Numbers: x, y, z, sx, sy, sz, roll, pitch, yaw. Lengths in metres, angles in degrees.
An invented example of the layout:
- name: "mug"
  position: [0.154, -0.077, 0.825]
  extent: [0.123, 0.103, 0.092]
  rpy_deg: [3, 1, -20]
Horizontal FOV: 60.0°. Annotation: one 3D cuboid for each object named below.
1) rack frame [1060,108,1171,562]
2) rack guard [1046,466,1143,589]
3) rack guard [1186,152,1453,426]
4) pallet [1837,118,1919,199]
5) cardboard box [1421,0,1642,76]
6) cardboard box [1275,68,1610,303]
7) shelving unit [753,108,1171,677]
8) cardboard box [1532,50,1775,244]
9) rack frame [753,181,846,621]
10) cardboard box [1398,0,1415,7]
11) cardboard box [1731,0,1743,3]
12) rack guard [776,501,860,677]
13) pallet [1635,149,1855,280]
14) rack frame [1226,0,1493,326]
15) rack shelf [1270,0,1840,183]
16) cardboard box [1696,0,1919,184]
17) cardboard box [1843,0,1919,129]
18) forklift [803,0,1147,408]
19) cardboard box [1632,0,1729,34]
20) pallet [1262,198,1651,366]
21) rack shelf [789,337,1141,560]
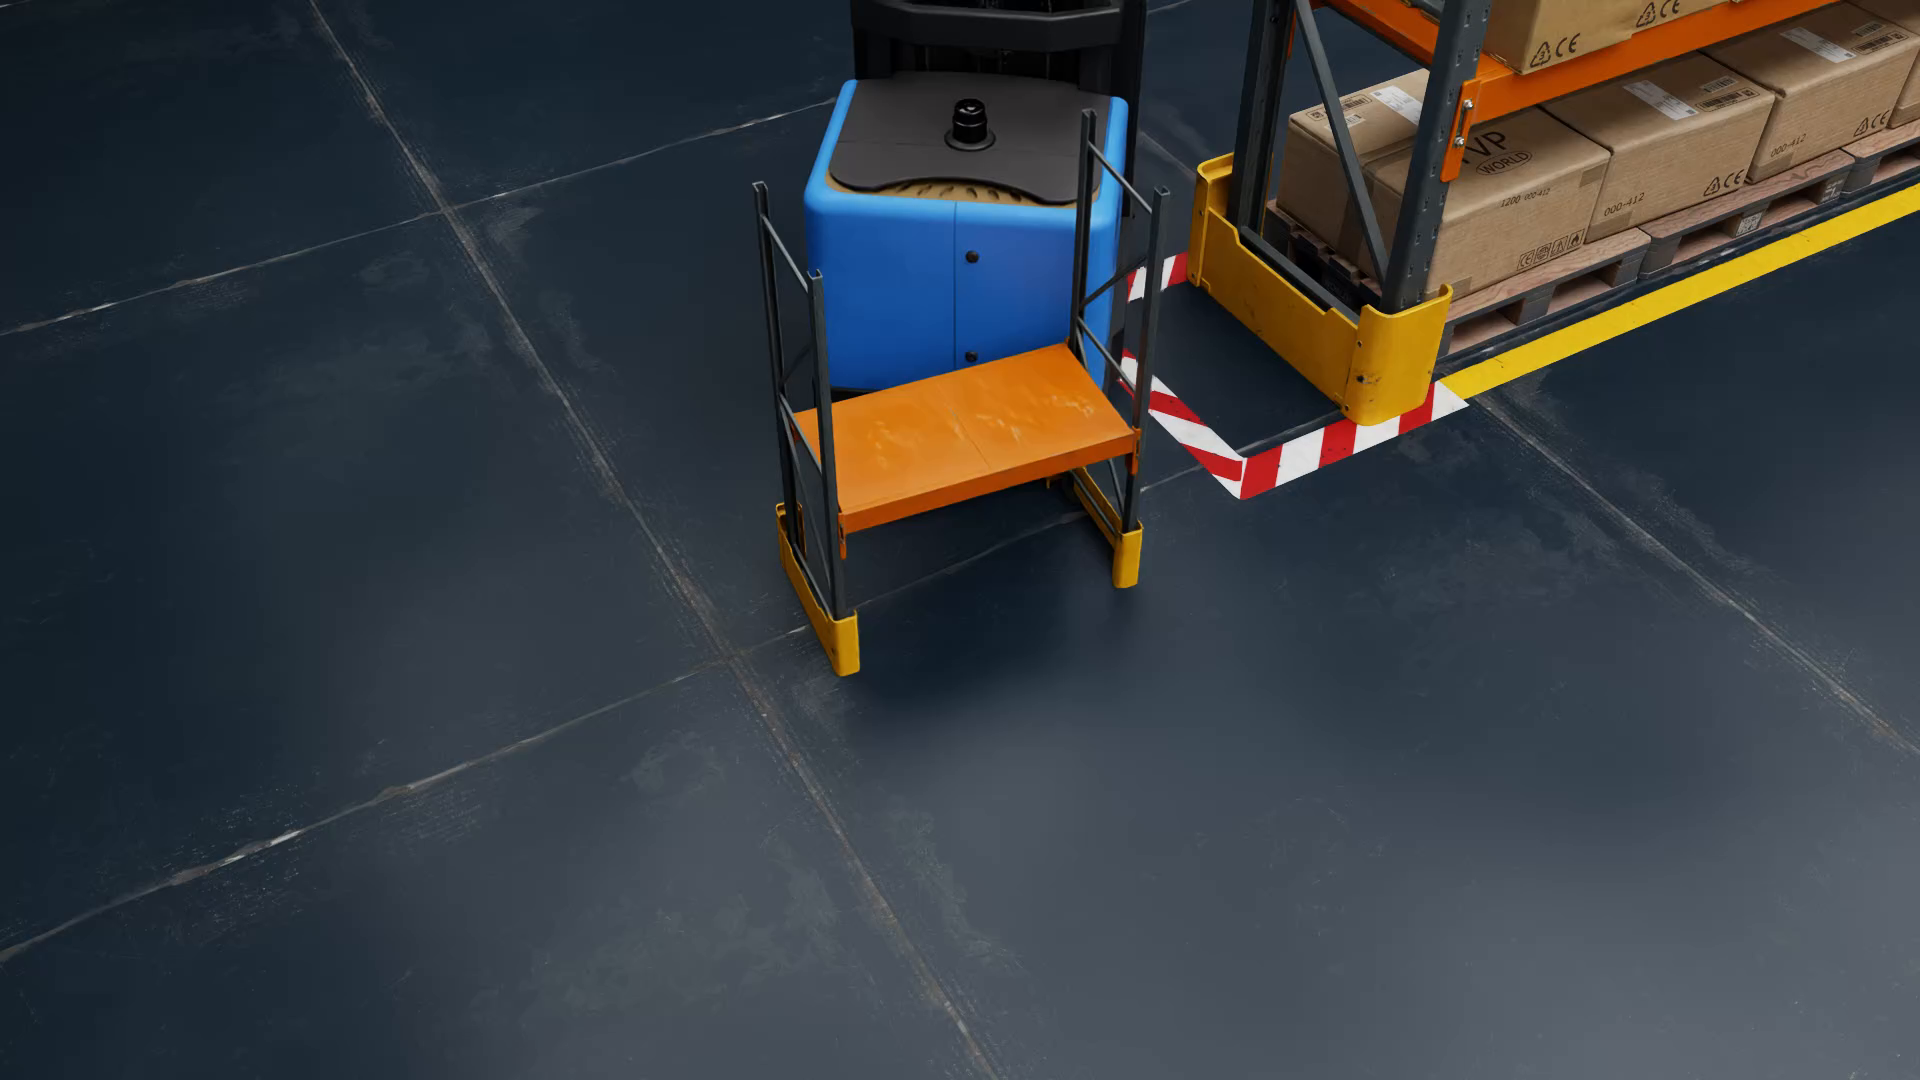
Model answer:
- name: "rack frame"
  position: [0.471, -0.573, 5.264]
  extent: [0.032, 1.500, 0.500]
  rpy_deg: [-16, 47, -16]
- name: "rack guard"
  position: [0.453, -0.119, 5.693]
  extent: [0.087, 0.250, 0.587]
  rpy_deg: [-16, 47, -16]
- name: "rack guard"
  position: [1.349, -0.998, 6.420]
  extent: [0.348, 0.500, 1.175]
  rpy_deg: [-22, 48, -21]
- name: "pallet"
  position: [4.140, -2.074, 7.736]
  extent: [1.213, 0.211, 1.003]
  rpy_deg: [-22, 48, -21]
- name: "cardboard box"
  position: [1.929, -1.933, 5.516]
  extent: [0.500, 0.500, 0.500]
  rpy_deg: [-22, 48, -21]
- name: "cardboard box"
  position: [1.892, -1.424, 6.602]
  extent: [0.875, 0.438, 0.875]
  rpy_deg: [-23, 49, -22]
- name: "shelving unit"
  position: [-0.006, -0.433, 5.119]
  extent: [1.083, 1.500, 0.587]
  rpy_deg: [-16, 47, -16]
- name: "cardboard box"
  position: [2.682, -1.747, 6.934]
  extent: [0.875, 0.438, 0.875]
  rpy_deg: [-21, 48, -20]
- name: "rack frame"
  position: [-0.465, -0.297, 4.979]
  extent: [0.032, 1.500, 0.500]
  rpy_deg: [-16, 47, -16]
- name: "cardboard box"
  position: [1.656, -2.267, 5.860]
  extent: [0.500, 0.500, 0.500]
  rpy_deg: [-22, 48, -21]
- name: "cardboard box"
  position: [2.804, -2.290, 5.884]
  extent: [0.500, 0.500, 0.500]
  rpy_deg: [-22, 48, -21]
- name: "rack guard"
  position: [-0.464, 0.151, 5.415]
  extent: [0.087, 0.250, 0.587]
  rpy_deg: [-16, 47, -16]
- name: "pallet"
  position: [3.081, -1.648, 7.297]
  extent: [1.213, 0.211, 1.003]
  rpy_deg: [-22, 48, -21]
- name: "rack frame"
  position: [1.370, -1.903, 5.558]
  extent: [0.127, 3.000, 1.000]
  rpy_deg: [-22, 48, -21]
- name: "rack shelf"
  position: [3.104, -2.339, 6.523]
  extent: [4.000, 0.370, 1.077]
  rpy_deg: [-22, 48, -21]
- name: "cardboard box"
  position: [3.464, -2.059, 7.255]
  extent: [0.875, 0.438, 0.875]
  rpy_deg: [-23, 49, -22]
- name: "cardboard box"
  position: [4.240, -2.369, 7.576]
  extent: [0.875, 0.438, 0.875]
  rpy_deg: [-22, 48, -21]
- name: "forklift"
  position: [0.176, -2.366, 6.083]
  extent: [1.130, 2.935, 3.031]
  rpy_deg: [5, 44, 5]
- name: "cardboard box"
  position: [2.354, -2.125, 5.714]
  extent: [0.500, 0.500, 0.500]
  rpy_deg: [-22, 48, -21]
- name: "pallet"
  position: [2.024, -1.227, 6.863]
  extent: [1.213, 0.211, 1.003]
  rpy_deg: [-22, 48, -21]
- name: "rack shelf"
  position: [0.003, -0.306, 5.247]
  extent: [1.000, 0.185, 0.538]
  rpy_deg: [-16, 47, -16]
